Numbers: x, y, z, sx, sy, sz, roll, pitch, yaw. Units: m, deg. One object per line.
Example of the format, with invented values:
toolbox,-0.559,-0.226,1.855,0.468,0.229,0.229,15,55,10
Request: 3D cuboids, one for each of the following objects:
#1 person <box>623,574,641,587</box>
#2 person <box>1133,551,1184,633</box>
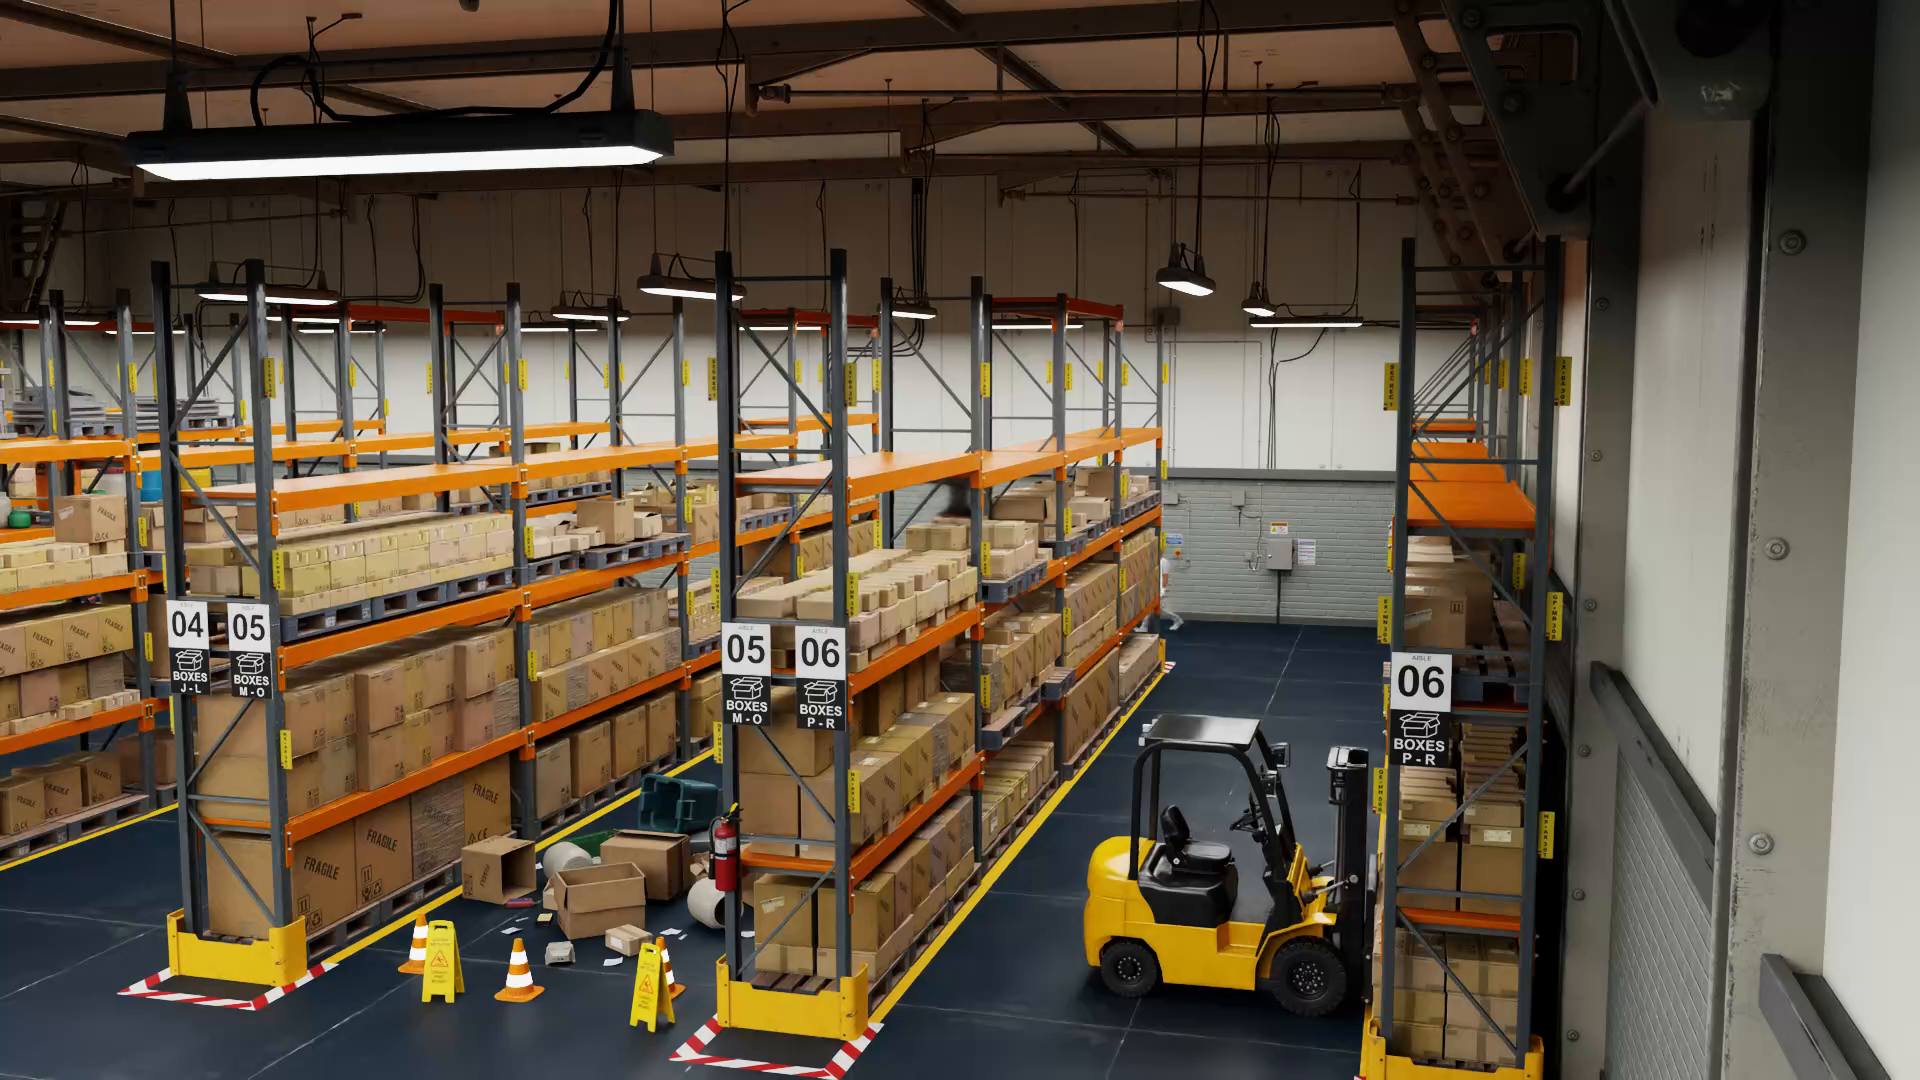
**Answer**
person,-5.624,1.288,28.626,0.527,1.733,0.556,3,7,25
person,3.774,0.920,31.925,0.910,1.739,0.664,-1,6,-12
